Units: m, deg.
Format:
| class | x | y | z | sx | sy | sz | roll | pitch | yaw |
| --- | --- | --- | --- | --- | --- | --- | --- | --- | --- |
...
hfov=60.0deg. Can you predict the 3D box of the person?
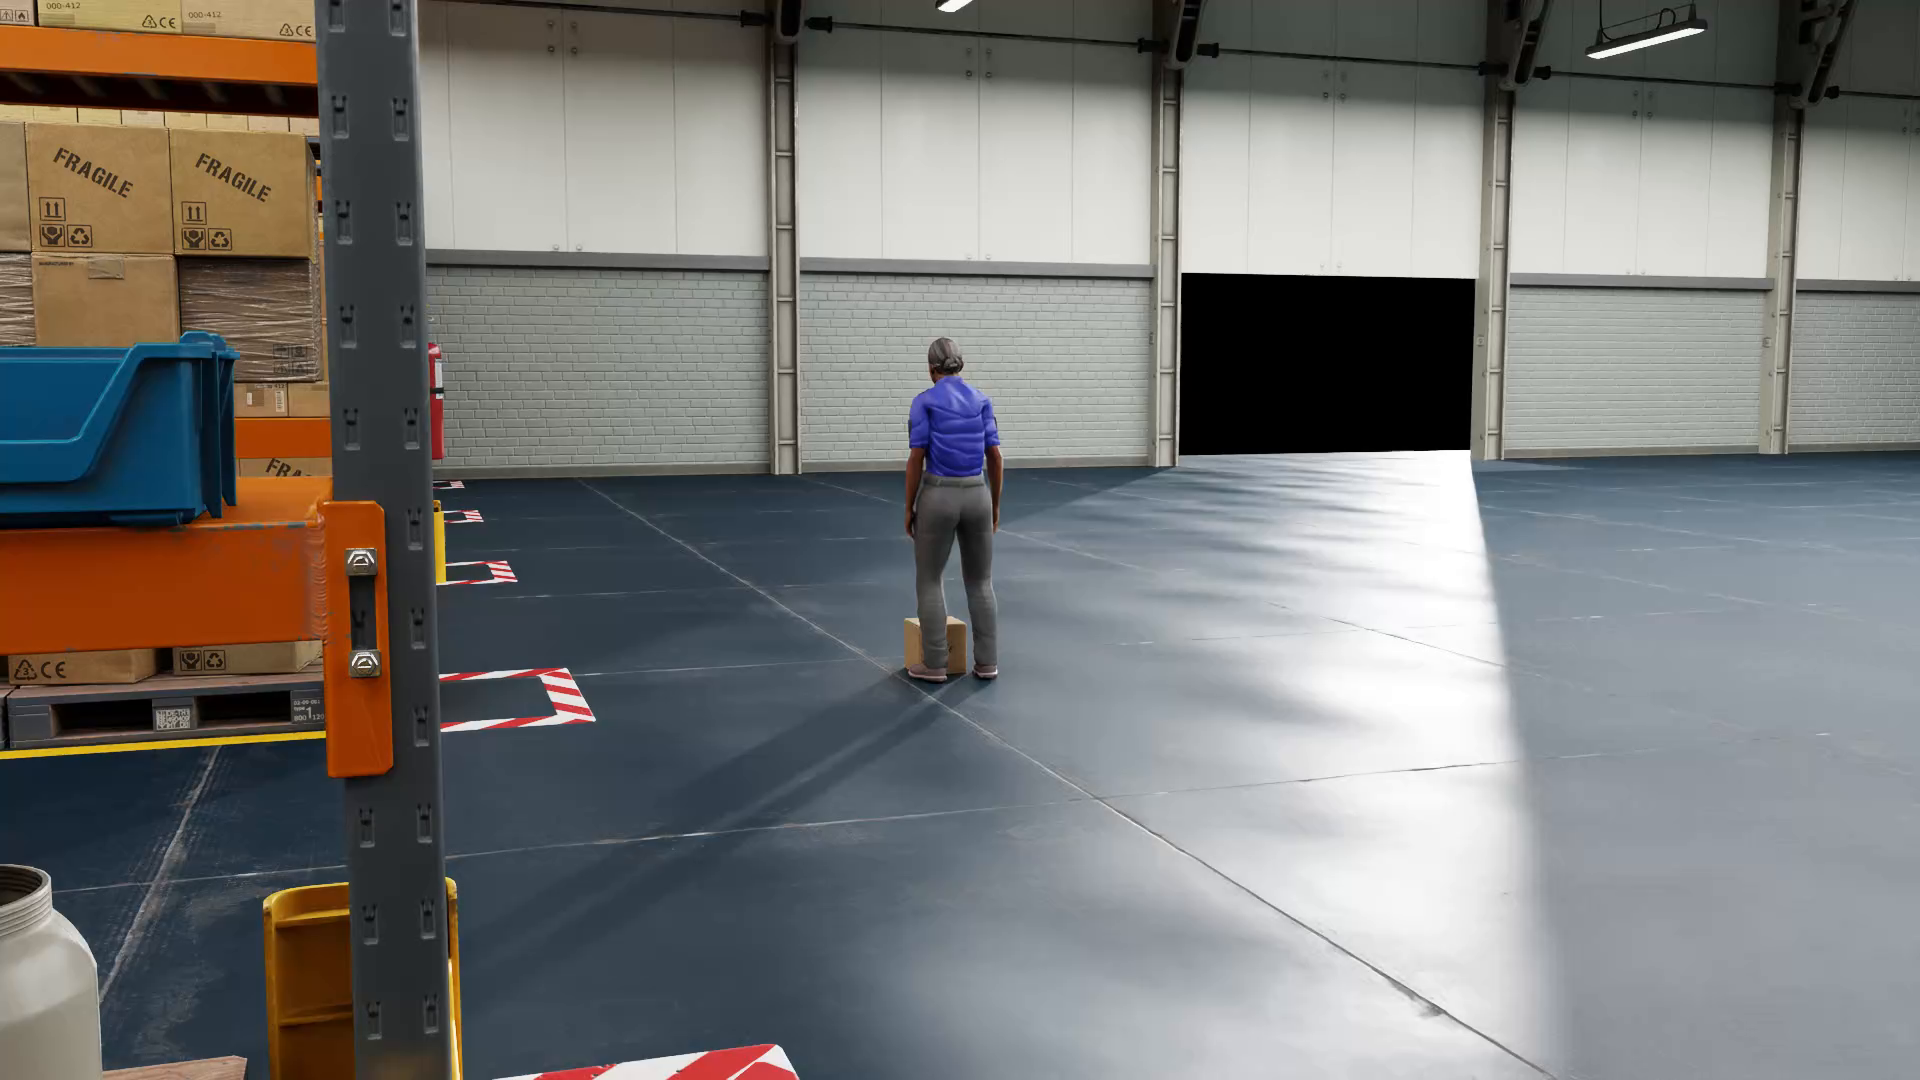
| class | x | y | z | sx | sy | sz | roll | pitch | yaw |
| --- | --- | --- | --- | --- | --- | --- | --- | --- | --- |
| person | -0.030 | -0.147 | 8.026 | 0.503 | 1.654 | 0.349 | -2 | 6 | -19 |
